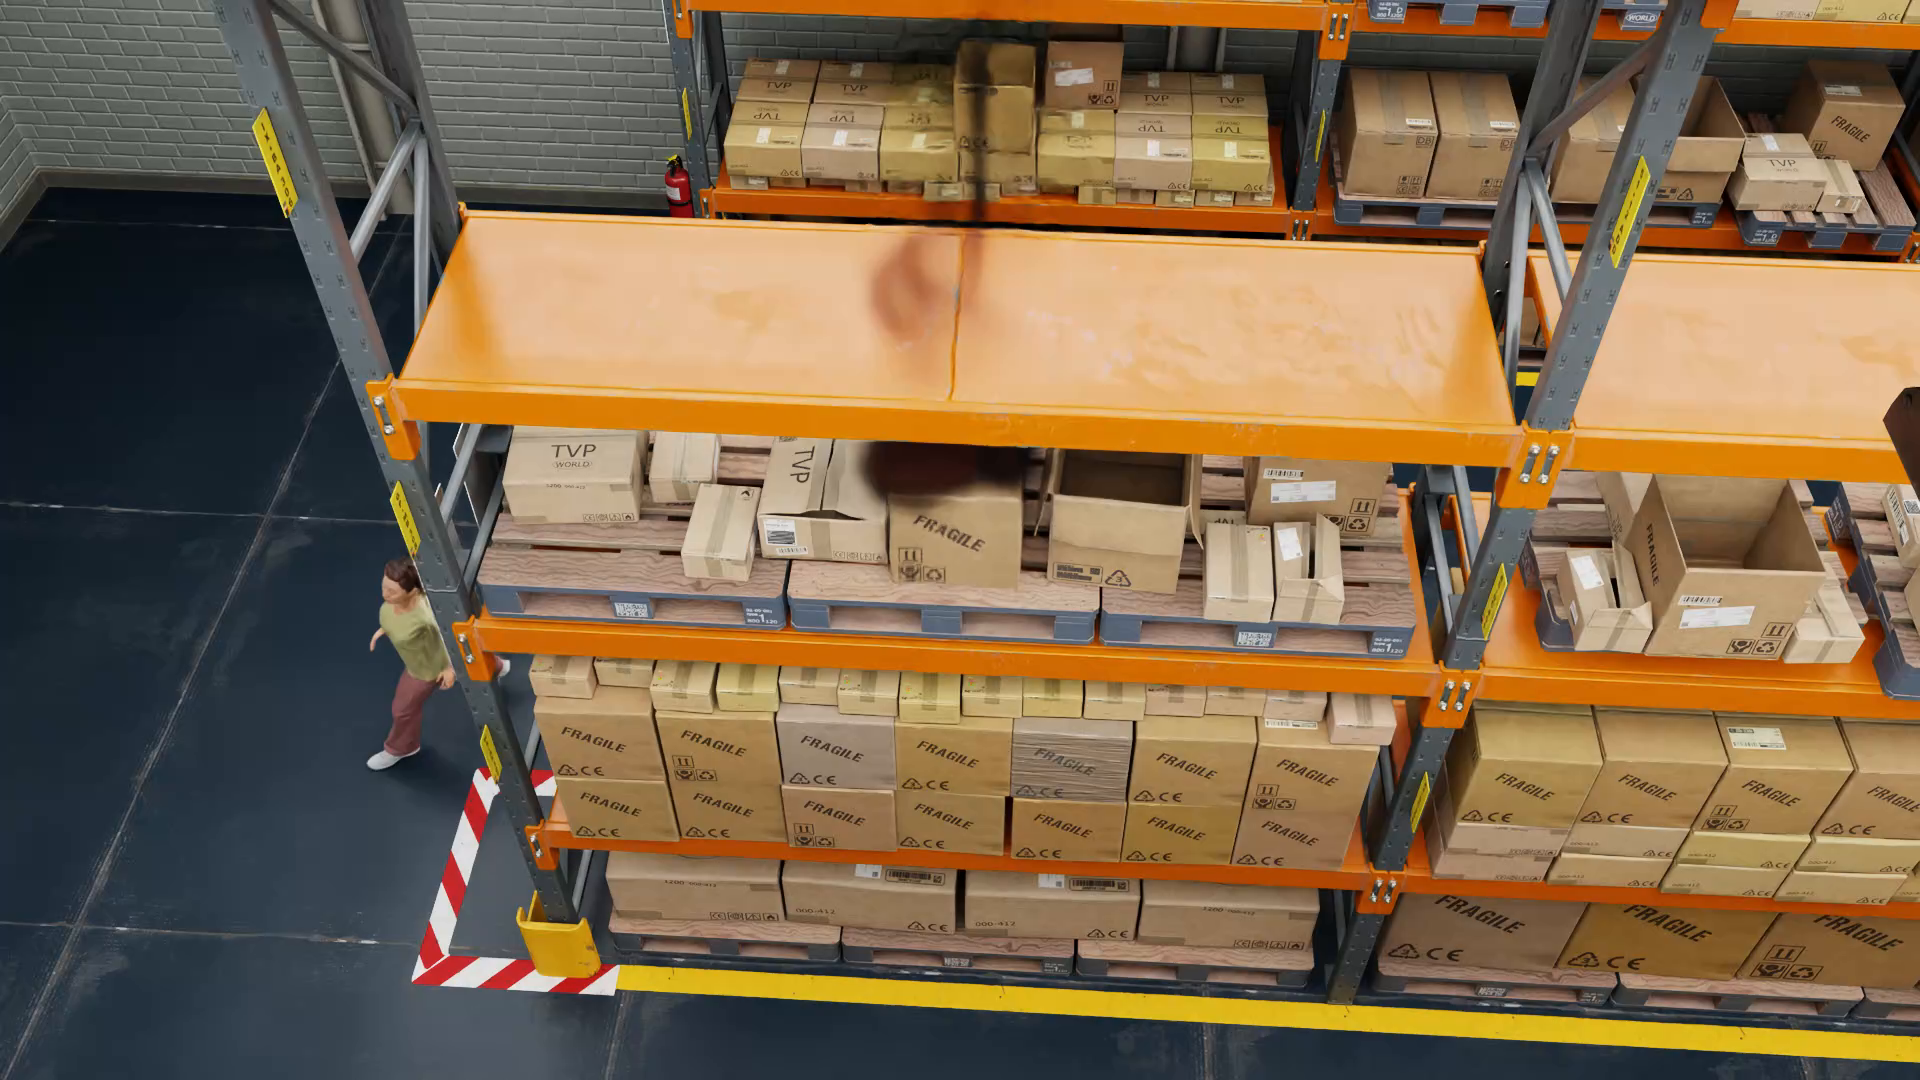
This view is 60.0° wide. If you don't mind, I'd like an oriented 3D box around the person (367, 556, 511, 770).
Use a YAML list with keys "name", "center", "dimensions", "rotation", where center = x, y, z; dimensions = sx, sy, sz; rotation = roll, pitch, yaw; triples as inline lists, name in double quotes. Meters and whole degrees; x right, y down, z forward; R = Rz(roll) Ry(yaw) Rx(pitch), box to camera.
- name: "person"
  center: [-2.910, 0.648, 9.026]
  dimensions: [0.954, 1.638, 0.636]
  rotation: [-28, 54, -23]
